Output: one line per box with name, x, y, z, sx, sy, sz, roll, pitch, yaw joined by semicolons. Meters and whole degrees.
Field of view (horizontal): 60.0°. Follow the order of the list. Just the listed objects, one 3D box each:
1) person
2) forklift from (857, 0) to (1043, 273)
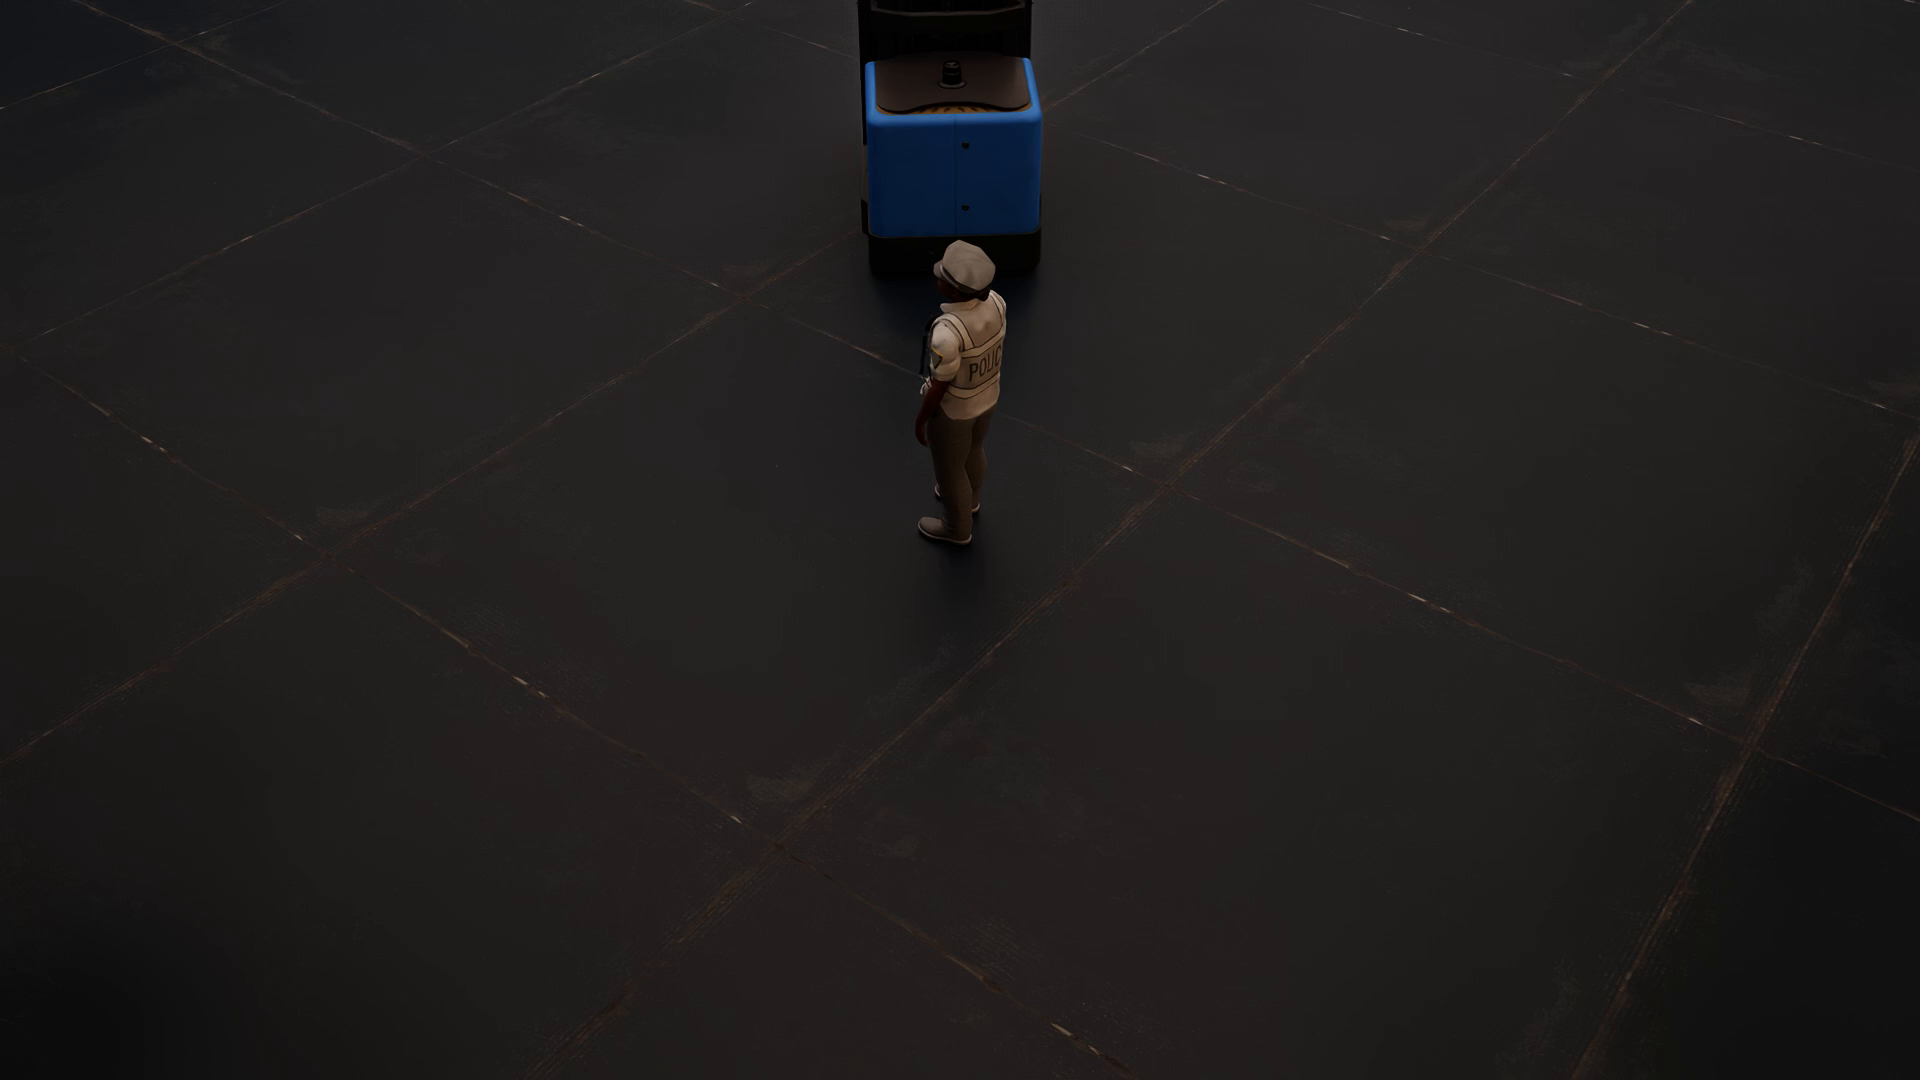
person;-0.048;-0.686;7.829;0.528;1.686;0.570;26;47;28
forklift;-0.111;-3.685;10.397;1.130;2.935;3.031;-2;40;-2
